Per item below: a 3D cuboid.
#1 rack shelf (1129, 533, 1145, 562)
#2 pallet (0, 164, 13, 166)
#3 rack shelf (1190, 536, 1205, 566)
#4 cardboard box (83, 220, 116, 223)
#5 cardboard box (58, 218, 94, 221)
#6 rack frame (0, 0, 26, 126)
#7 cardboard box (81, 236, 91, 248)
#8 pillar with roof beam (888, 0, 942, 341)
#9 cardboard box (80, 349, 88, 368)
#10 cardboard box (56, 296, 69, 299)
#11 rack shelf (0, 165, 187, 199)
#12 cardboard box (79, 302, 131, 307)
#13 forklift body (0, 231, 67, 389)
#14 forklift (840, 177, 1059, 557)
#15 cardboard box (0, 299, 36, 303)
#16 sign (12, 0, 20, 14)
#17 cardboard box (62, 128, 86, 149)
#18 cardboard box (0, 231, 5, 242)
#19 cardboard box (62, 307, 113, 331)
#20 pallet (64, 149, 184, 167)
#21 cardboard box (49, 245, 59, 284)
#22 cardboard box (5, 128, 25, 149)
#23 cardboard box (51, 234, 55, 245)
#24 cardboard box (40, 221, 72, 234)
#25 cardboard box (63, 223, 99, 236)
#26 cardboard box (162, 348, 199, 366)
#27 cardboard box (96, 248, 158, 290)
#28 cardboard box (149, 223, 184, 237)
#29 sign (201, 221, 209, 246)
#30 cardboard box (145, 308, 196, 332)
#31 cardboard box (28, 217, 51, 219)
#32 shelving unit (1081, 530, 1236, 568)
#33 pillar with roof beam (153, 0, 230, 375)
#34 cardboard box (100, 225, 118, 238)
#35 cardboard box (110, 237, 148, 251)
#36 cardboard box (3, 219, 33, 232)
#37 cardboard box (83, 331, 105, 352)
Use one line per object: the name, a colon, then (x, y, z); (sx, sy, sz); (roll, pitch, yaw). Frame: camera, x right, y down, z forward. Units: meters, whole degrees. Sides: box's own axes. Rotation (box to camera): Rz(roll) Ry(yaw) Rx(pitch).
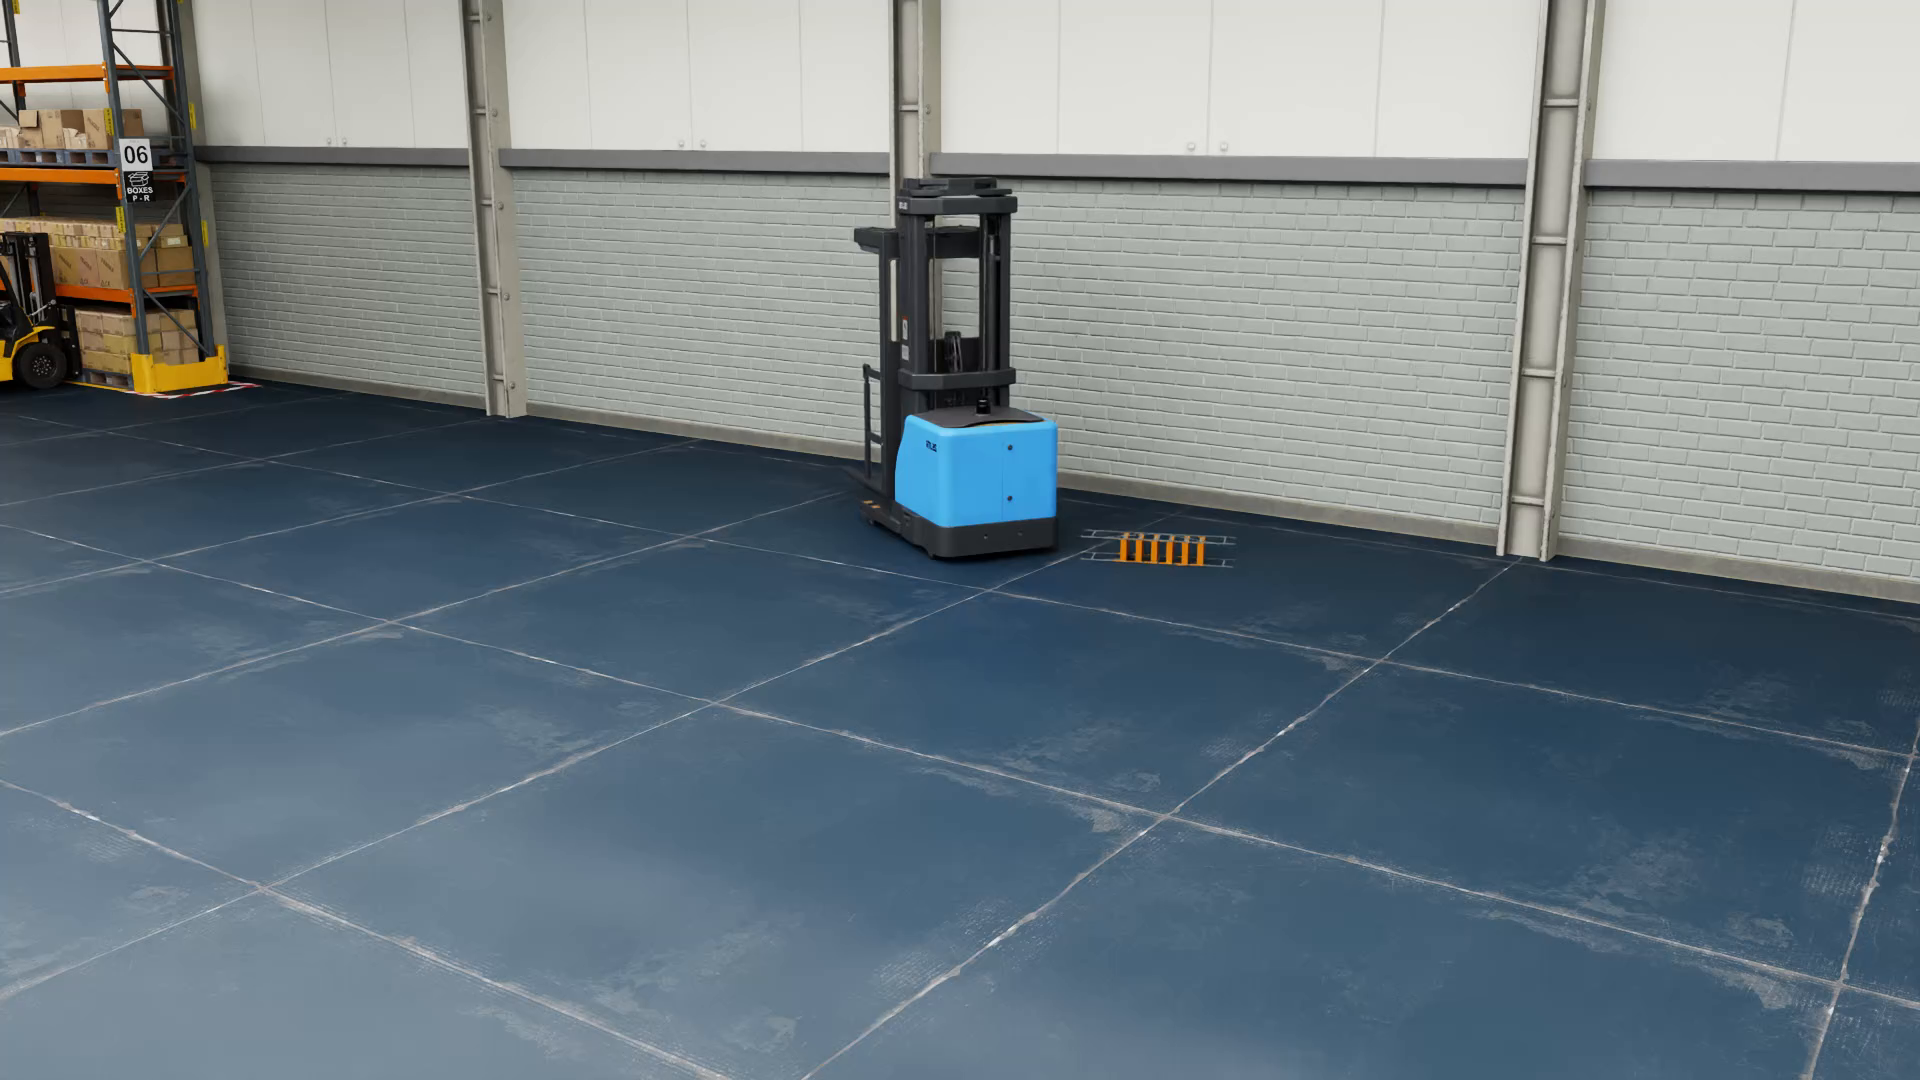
rack shelf: (1.407, 0.058, 13.187); (0.103, 0.180, 0.258); (3, 14, 12)
pallet: (-14.366, -5.498, 23.948); (1.217, 0.209, 0.805); (8, 16, 31)
rack shelf: (1.877, 0.082, 13.090); (0.103, 0.180, 0.258); (3, 14, 12)
cardboard box: (-11.735, -4.292, 22.740); (0.250, 0.149, 0.380); (9, 17, 33)
cardboard box: (-12.335, -4.410, 23.219); (0.250, 0.149, 0.380); (9, 16, 32)
rack frame: (-13.627, -6.932, 23.097); (0.127, 3.000, 1.000); (9, 17, 33)
cardboard box: (-11.361, -3.948, 21.971); (0.250, 0.149, 0.380); (9, 17, 32)
pillar with roof beam: (-2.828, -4.201, 12.065); (0.400, 9.000, 9.100); (9, 17, 33)
cardboard box: (-11.692, -2.490, 22.486); (0.500, 0.250, 0.500); (9, 17, 33)
cardboard box: (-13.111, -3.346, 23.867); (0.500, 0.250, 0.500); (10, 17, 34)
rack shelf: (-11.968, -4.858, 22.460); (4.000, 0.370, 1.077); (9, 17, 33)
cardboard box: (-11.848, -3.145, 23.054); (0.500, 0.250, 0.500); (9, 16, 32)
forklift body: (-12.900, -2.962, 21.311); (1.214, 2.155, 2.313); (9, 17, 33)
forklift: (-0.241, -1.595, 14.168); (1.130, 2.935, 3.031); (-6, 15, -22)
cardboard box: (-13.401, -3.246, 23.463); (0.500, 0.250, 0.500); (9, 16, 32)
sign: (-13.297, -7.569, 23.400); (0.005, 0.325, 0.100); (9, 17, 33)
cardboard box: (-11.376, -5.211, 21.586); (0.258, 0.266, 0.396); (9, 17, 33)
cardboard box: (-13.062, -4.224, 23.086); (0.250, 0.149, 0.380); (9, 17, 33)
cardboard box: (-11.715, -2.970, 22.346); (0.500, 0.250, 0.500); (9, 17, 34)
pallet: (-10.880, -4.996, 21.705); (1.213, 0.211, 1.003); (9, 17, 33)
cardboard box: (-12.137, -3.750, 22.523); (0.500, 0.500, 0.500); (9, 17, 33)
cardboard box: (-12.565, -5.403, 22.363); (0.258, 0.266, 0.396); (9, 16, 31)
cardboard box: (-11.987, -4.056, 22.406); (0.250, 0.149, 0.380); (9, 17, 32)
cardboard box: (-12.198, -4.238, 22.526); (0.250, 0.149, 0.380); (9, 17, 33)
cardboard box: (-11.620, -4.114, 22.025); (0.250, 0.149, 0.380); (10, 17, 34)
cardboard box: (-10.606, -2.457, 22.354); (0.500, 0.250, 0.500); (9, 17, 33)
cardboard box: (-10.863, -3.545, 21.694); (0.500, 0.500, 0.500); (9, 16, 32)
cardboard box: (-10.468, -4.078, 21.879); (0.250, 0.149, 0.380); (9, 16, 32)
sign: (-9.993, -4.052, 21.981); (0.005, 0.325, 0.100); (9, 17, 33)
cardboard box: (-10.601, -2.940, 22.224); (0.500, 0.250, 0.500); (9, 16, 32)
cardboard box: (-13.009, -4.503, 23.593); (0.250, 0.149, 0.380); (9, 16, 31)
shelving unit: (1.568, 0.066, 13.154); (1.200, 0.189, 0.258); (3, 14, 12)
pillar with roof beam: (-12.785, -5.810, 18.566); (0.400, 9.000, 9.100); (9, 17, 33)
cardboard box: (-10.945, -4.024, 21.658); (0.250, 0.149, 0.380); (9, 17, 33)
cardboard box: (-10.752, -3.837, 21.523); (0.250, 0.149, 0.380); (9, 17, 34)
cardboard box: (-12.888, -4.321, 22.858); (0.250, 0.149, 0.380); (10, 17, 34)
cardboard box: (-11.297, -2.667, 22.163); (0.500, 0.250, 0.500); (9, 17, 32)
